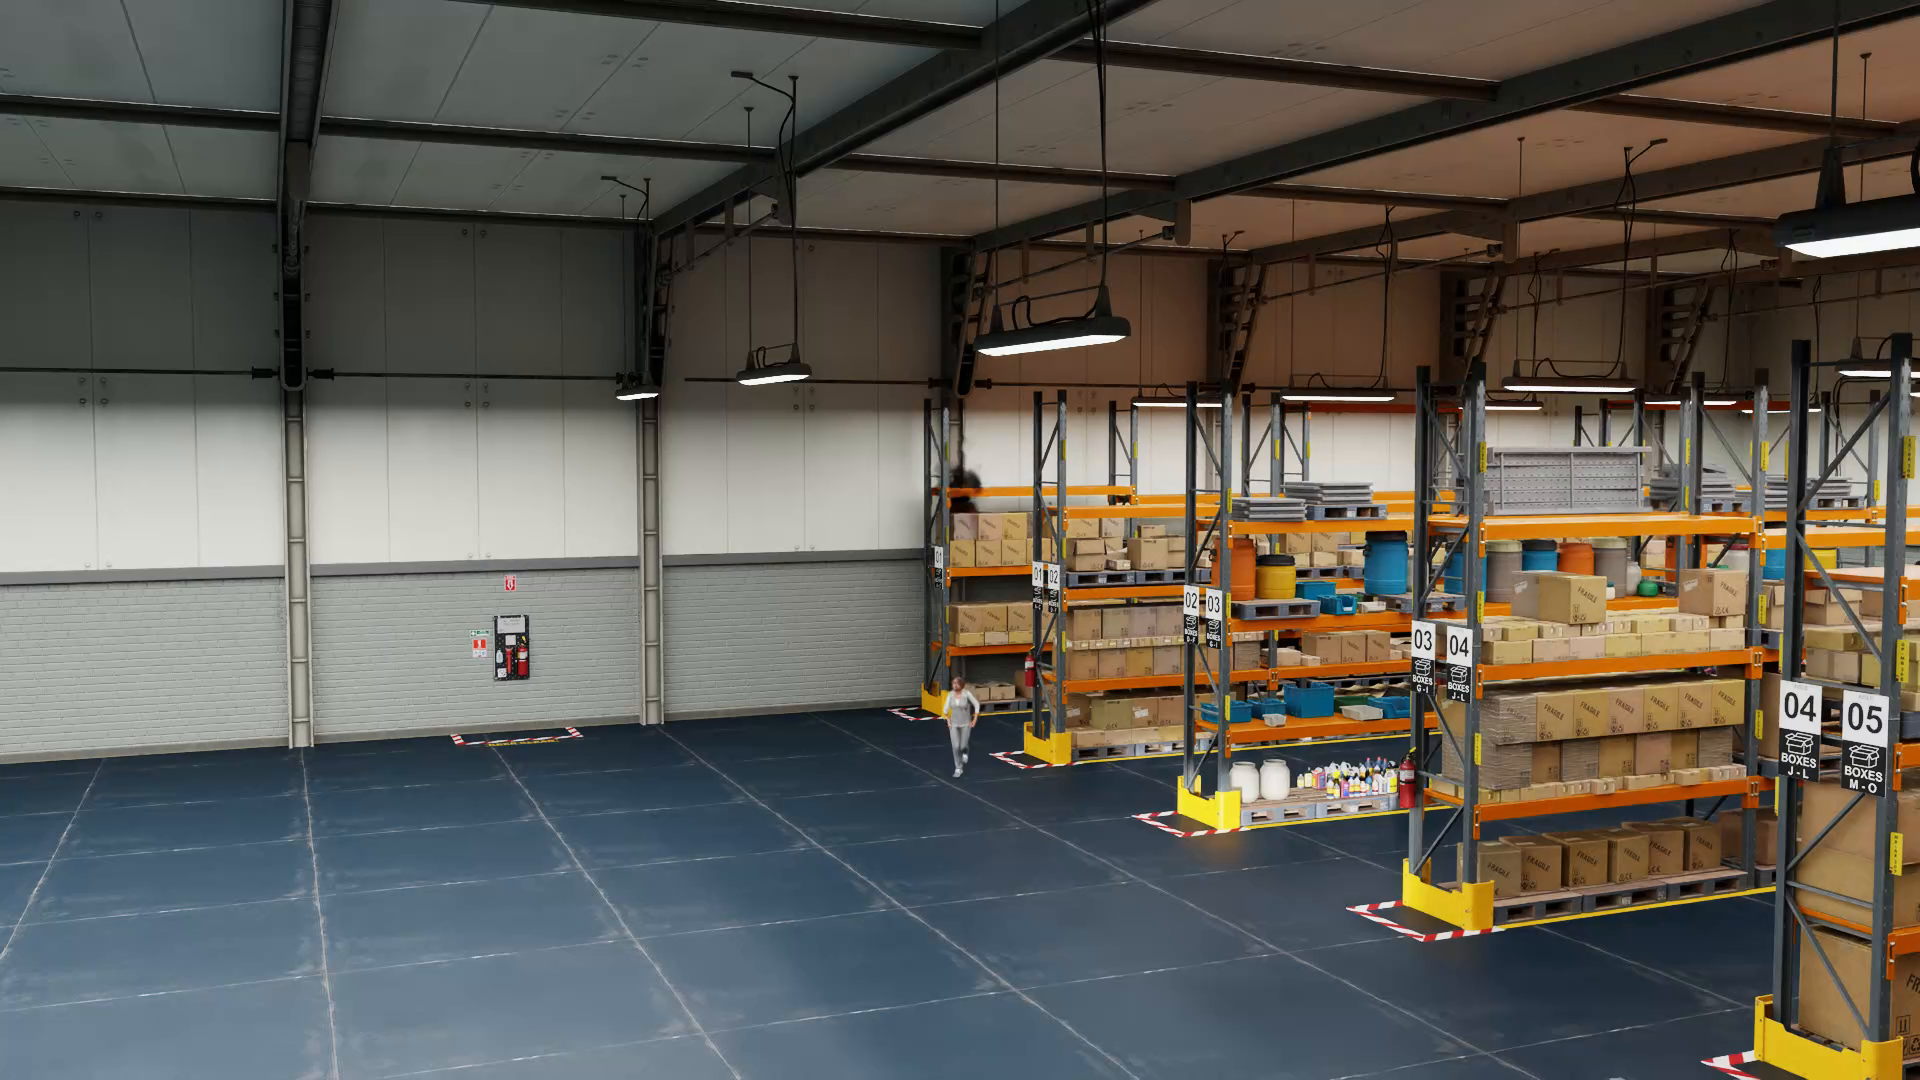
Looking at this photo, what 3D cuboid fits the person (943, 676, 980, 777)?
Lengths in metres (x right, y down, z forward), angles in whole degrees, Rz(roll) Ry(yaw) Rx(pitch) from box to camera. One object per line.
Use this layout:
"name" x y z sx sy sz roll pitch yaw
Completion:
"person" 0.010 2.885 25.730 0.566 1.565 0.605 1 3 13
